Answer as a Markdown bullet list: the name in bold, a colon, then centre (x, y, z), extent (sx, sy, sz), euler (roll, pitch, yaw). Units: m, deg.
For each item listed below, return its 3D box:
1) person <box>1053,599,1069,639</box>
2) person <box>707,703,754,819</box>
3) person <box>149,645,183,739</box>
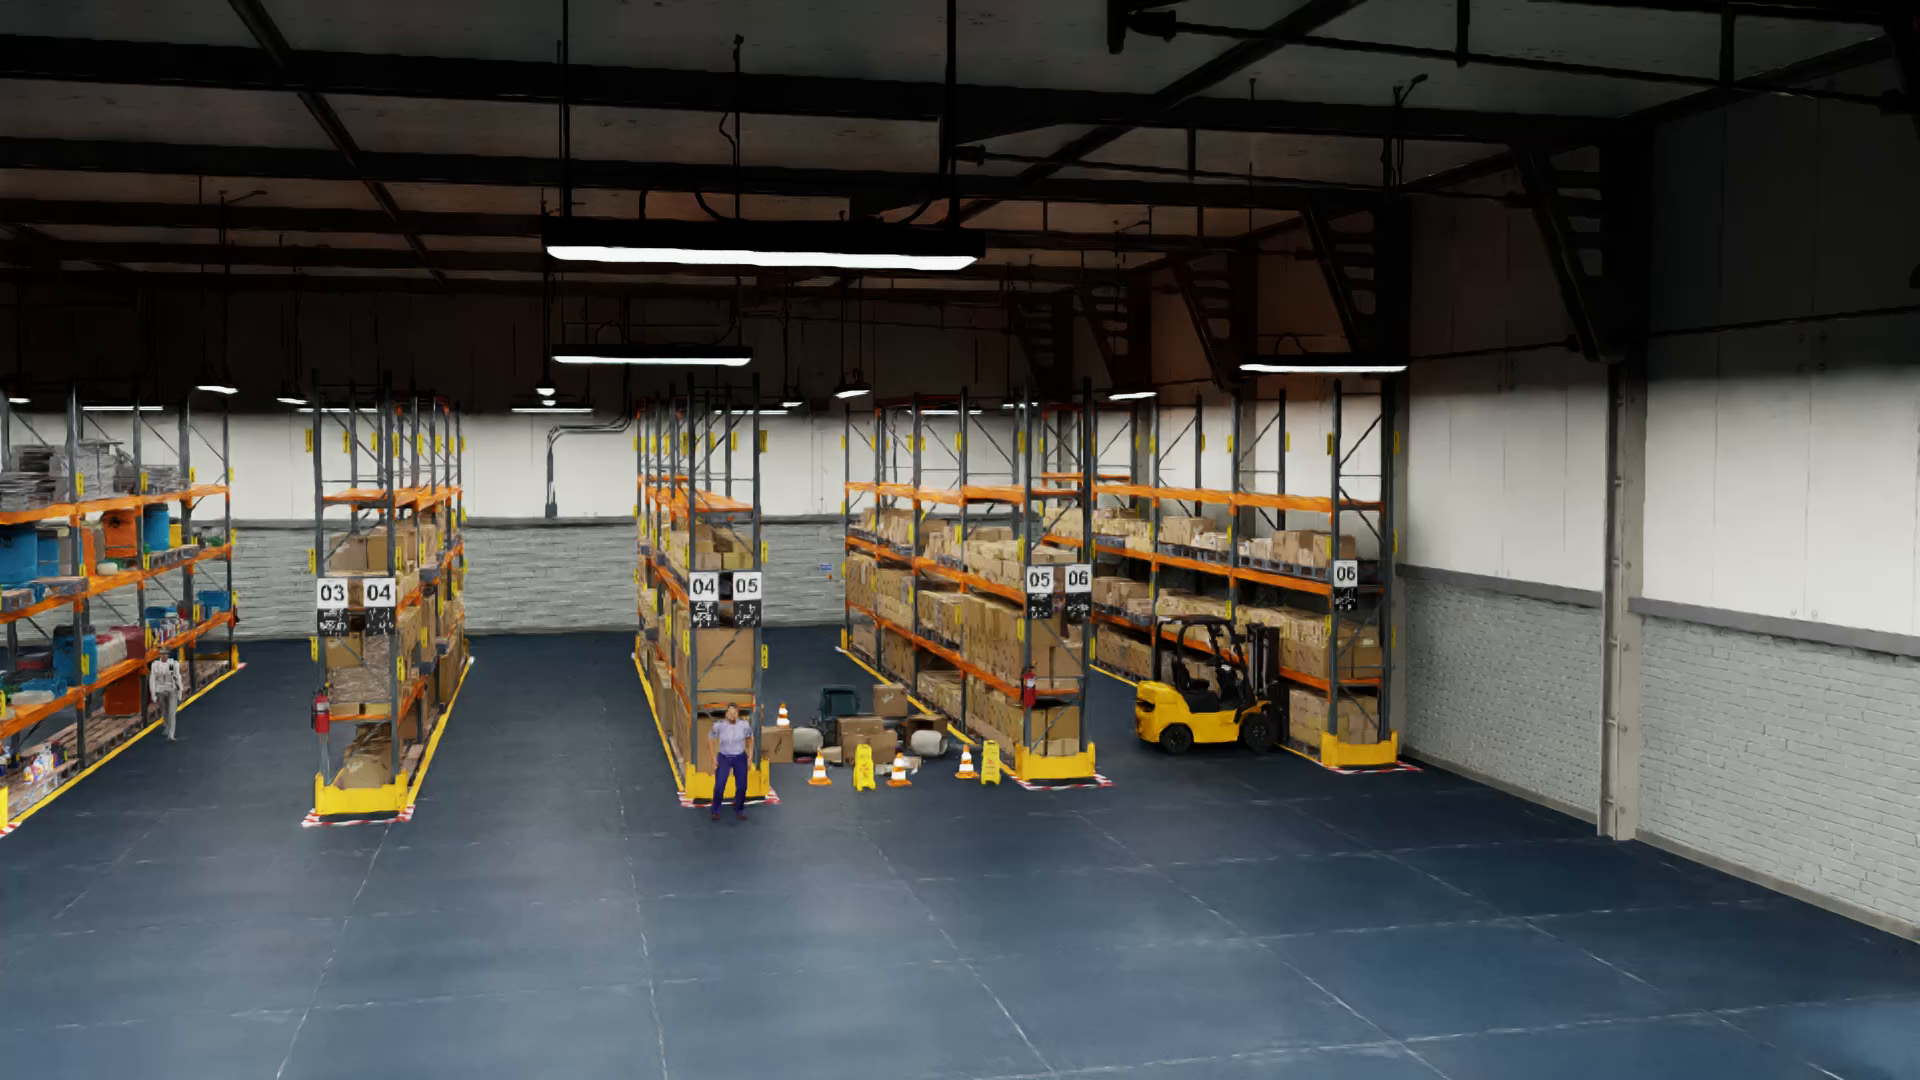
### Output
- **person**: centre (2.152, 1.995, 36.424), extent (0.649, 1.772, 0.698), euler (0, 3, 5)
- **person**: centre (-3.047, 2.949, 22.110), extent (0.626, 1.568, 0.507), euler (-1, 3, -15)
- **person**: centre (-13.474, 2.554, 28.192), extent (0.499, 1.587, 1.073), euler (-1, 3, -15)
